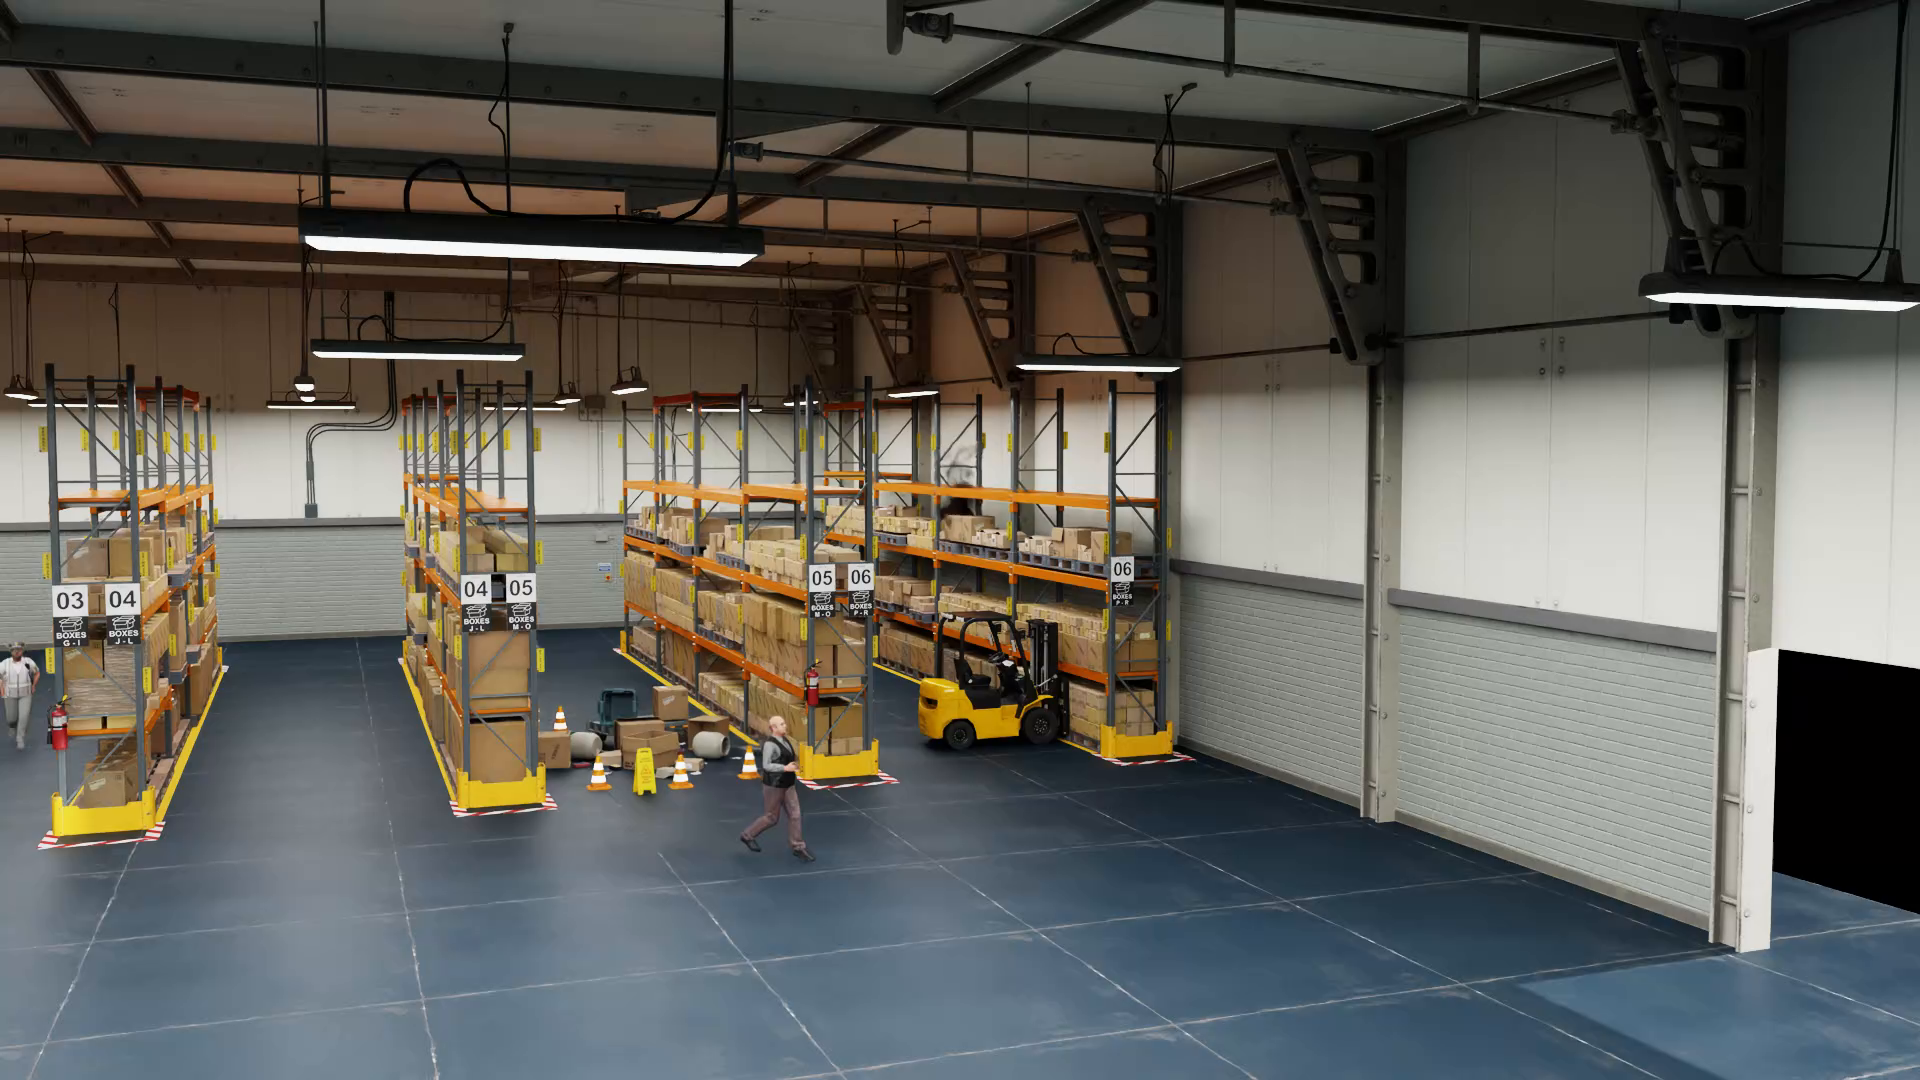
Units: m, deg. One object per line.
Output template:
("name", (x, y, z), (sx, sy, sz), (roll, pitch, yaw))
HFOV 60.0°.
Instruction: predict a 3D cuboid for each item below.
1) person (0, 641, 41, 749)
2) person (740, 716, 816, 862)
("person", (-15.512, 2.536, 27.399), (0.663, 1.757, 0.752), (-2, 4, -32))
("person", (-2.184, 2.969, 19.894), (0.954, 1.734, 0.658), (1, 4, 22))
